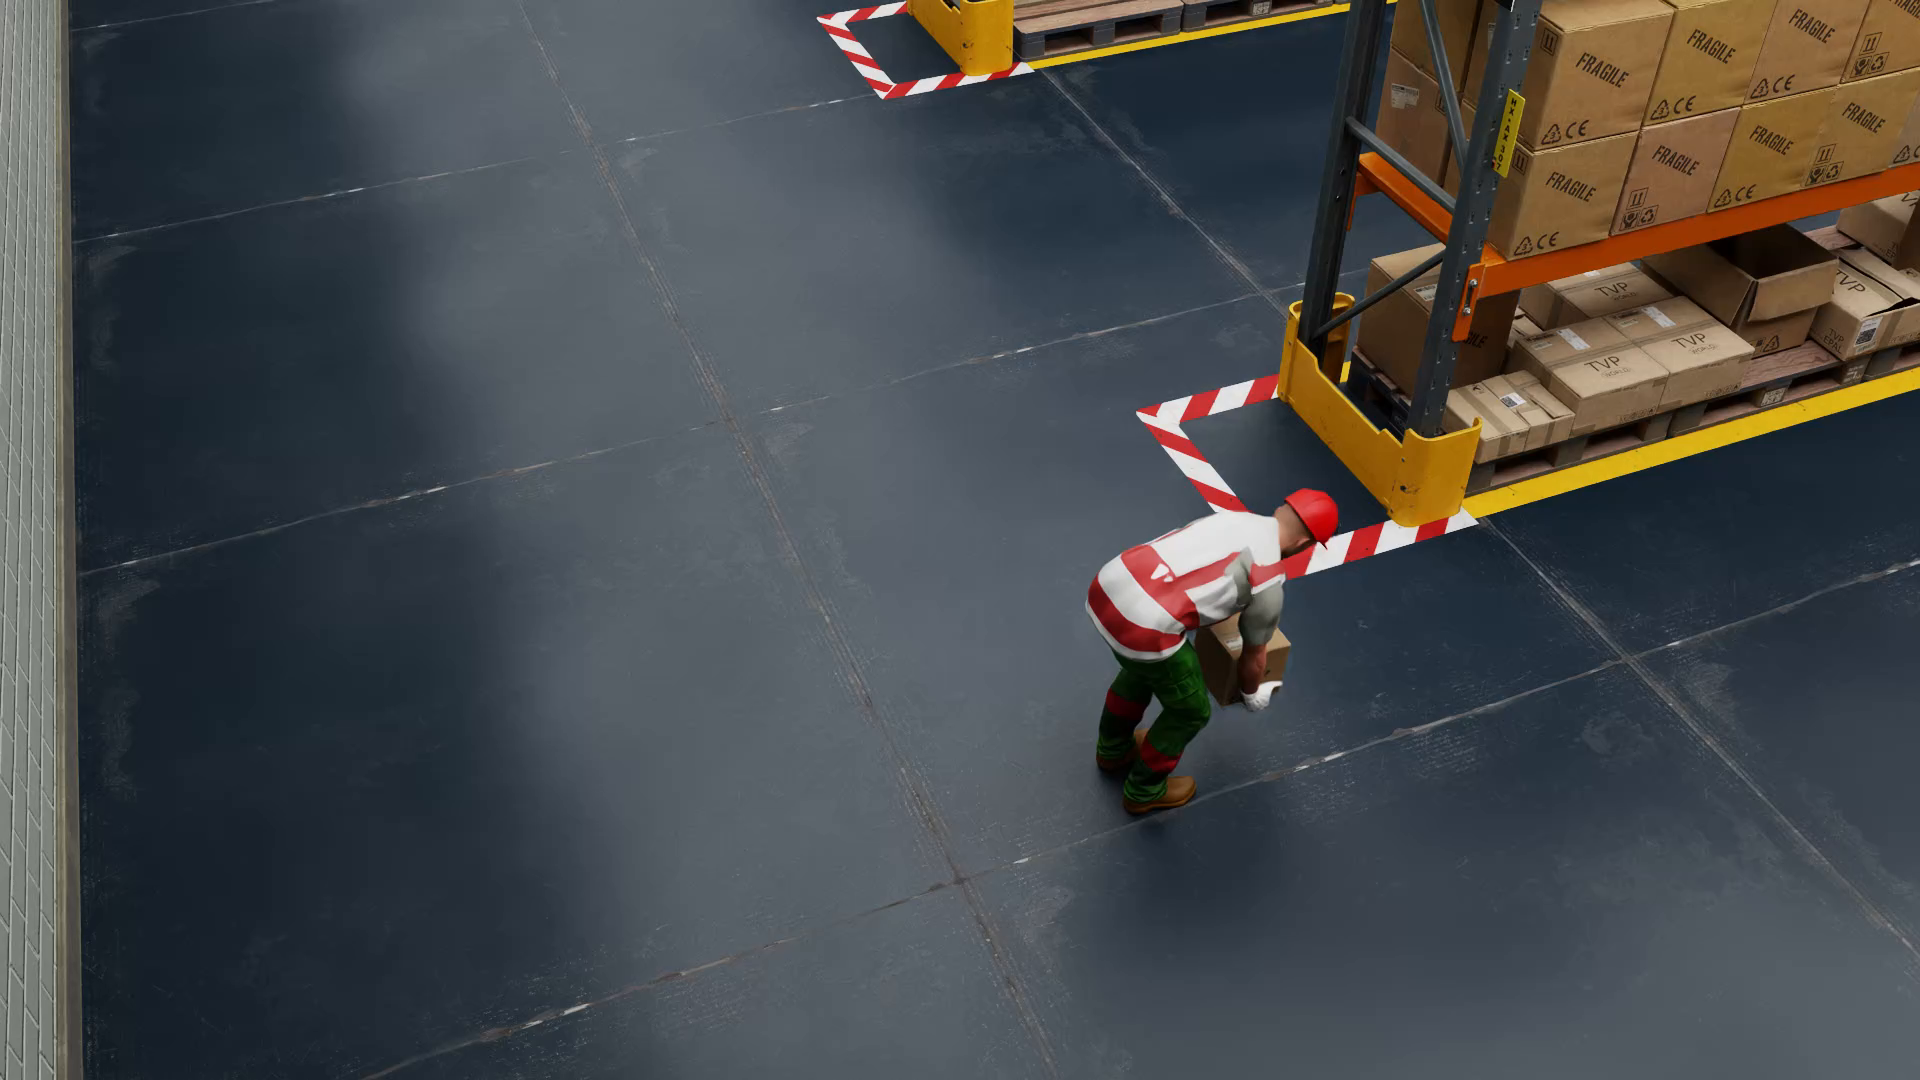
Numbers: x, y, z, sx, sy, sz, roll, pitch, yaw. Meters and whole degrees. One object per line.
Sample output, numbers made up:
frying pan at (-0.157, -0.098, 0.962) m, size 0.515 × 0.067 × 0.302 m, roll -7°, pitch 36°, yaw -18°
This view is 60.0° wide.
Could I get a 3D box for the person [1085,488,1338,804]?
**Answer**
person at (0.912, 0.376, 6.098) m, size 0.949 × 1.159 × 0.493 m, roll -17°, pitch 44°, yaw -18°
